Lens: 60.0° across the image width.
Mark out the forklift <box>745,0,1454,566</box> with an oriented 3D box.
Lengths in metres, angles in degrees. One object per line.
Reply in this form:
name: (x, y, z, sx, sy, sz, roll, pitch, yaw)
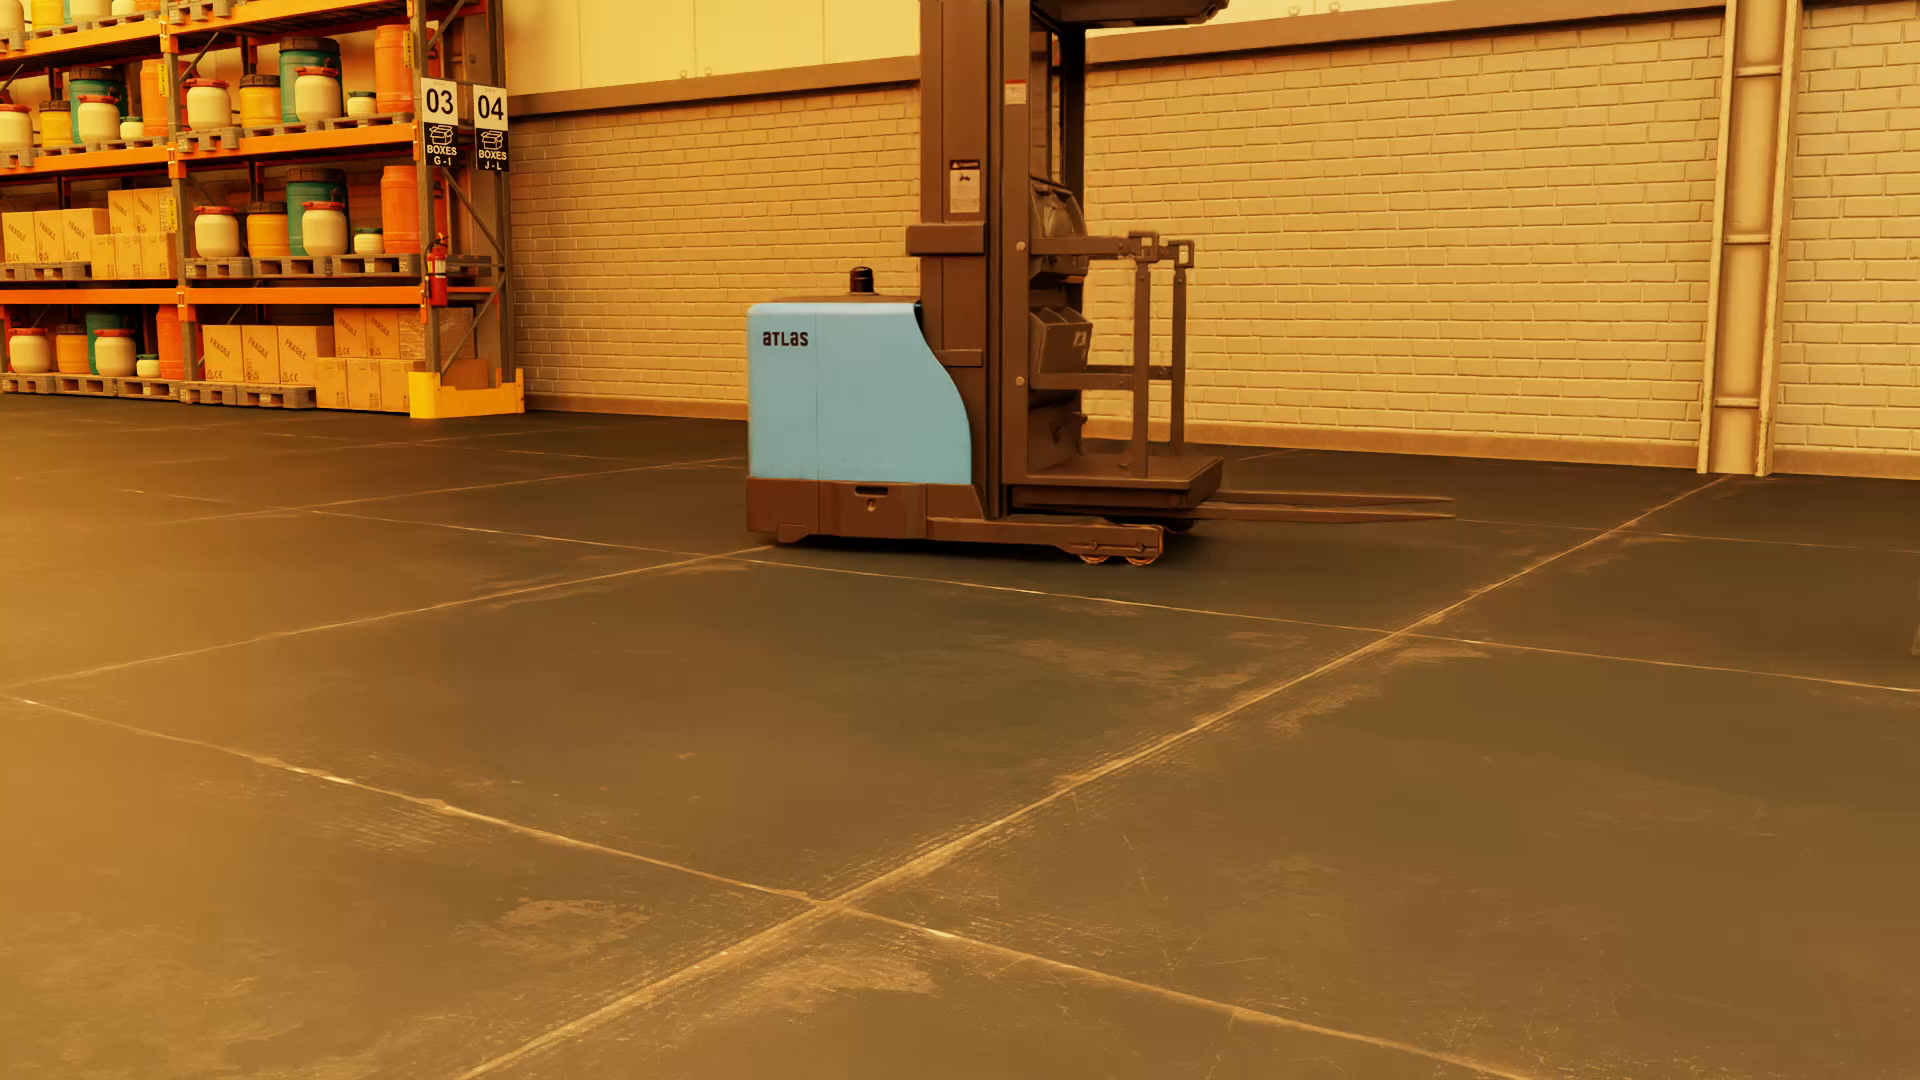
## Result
forklift: (0.622, -1.428, 7.234, 3.031, 2.935, 1.130, 2, 8, 16)
